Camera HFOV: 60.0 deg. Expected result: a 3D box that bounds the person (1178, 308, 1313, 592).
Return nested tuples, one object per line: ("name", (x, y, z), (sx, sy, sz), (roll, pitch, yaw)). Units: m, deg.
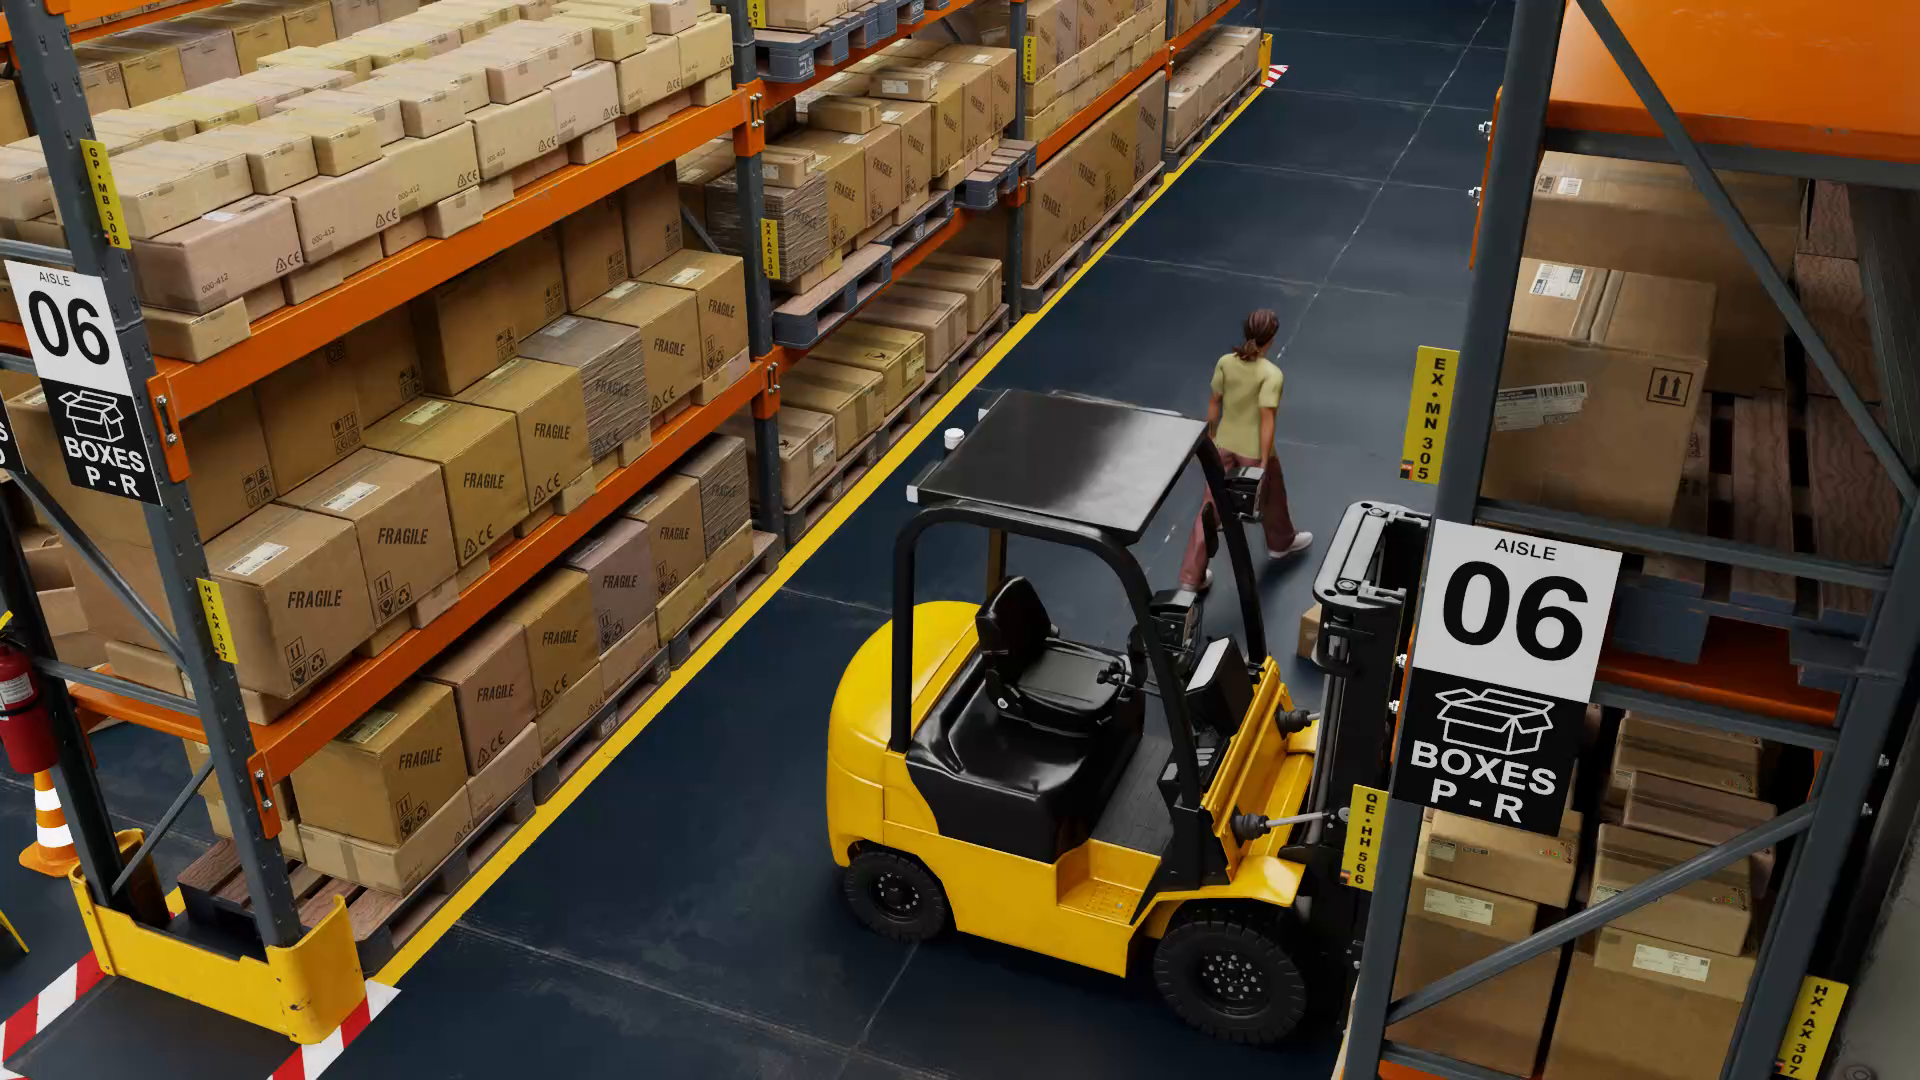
("person", (1.611, -0.535, 9.347), (0.480, 1.599, 1.042), (22, 36, 33))
